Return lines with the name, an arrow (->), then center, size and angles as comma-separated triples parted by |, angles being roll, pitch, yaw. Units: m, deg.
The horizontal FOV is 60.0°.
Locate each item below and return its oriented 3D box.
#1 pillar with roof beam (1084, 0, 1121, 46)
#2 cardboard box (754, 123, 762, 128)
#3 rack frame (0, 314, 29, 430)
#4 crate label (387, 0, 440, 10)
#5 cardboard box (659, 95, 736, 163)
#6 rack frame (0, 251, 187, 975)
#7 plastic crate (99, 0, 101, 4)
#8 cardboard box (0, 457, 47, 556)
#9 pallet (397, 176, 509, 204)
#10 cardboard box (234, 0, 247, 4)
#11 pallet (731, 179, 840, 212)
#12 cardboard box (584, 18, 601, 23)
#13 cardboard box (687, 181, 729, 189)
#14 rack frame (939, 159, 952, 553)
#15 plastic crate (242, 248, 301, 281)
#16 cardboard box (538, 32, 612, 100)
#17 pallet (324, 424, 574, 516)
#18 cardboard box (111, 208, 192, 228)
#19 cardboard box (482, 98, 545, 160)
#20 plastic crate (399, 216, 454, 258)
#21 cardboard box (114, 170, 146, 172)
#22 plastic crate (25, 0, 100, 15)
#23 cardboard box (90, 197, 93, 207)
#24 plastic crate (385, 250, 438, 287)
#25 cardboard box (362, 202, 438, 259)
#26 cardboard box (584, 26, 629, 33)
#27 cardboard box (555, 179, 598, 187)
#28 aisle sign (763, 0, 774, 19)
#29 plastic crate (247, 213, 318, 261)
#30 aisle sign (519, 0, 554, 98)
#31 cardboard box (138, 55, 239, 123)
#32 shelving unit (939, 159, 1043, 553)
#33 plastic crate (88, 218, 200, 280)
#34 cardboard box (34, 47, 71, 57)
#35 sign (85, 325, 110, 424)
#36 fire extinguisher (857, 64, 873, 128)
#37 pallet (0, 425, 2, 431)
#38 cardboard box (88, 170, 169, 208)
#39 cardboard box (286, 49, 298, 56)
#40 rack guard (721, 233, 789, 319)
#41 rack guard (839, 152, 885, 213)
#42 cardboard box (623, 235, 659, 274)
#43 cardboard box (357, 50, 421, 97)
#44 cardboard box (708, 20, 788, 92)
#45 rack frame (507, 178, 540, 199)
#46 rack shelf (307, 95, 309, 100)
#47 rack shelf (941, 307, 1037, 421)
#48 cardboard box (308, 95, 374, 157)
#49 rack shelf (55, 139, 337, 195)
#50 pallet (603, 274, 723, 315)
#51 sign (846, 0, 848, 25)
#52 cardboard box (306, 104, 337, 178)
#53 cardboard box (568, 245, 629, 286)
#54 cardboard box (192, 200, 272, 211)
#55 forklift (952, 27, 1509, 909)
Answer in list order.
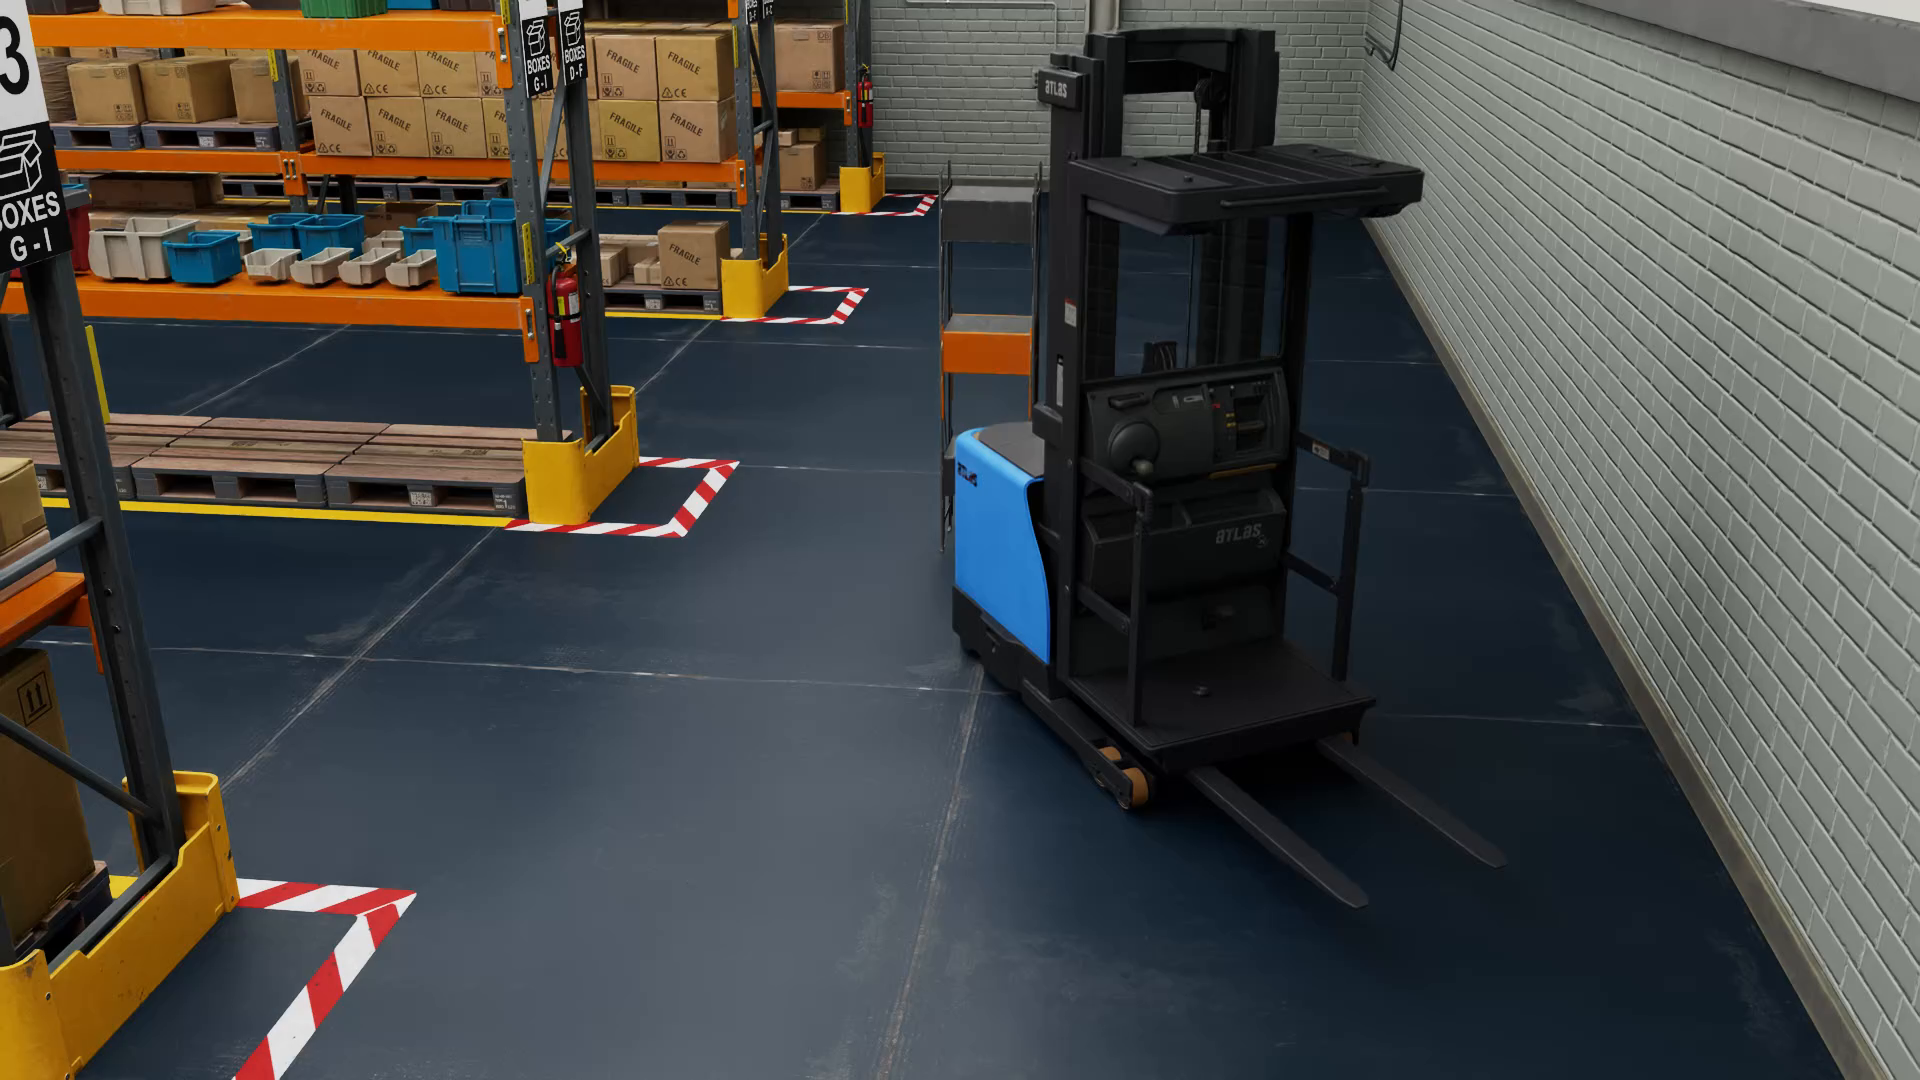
pillar with roof beam -> 1.130, -6.728, 14.218 | 0.400, 9.000, 9.100 | 2, 22, 6
cardboard box -> -2.458, -4.739, 19.294 | 0.250, 0.149, 0.380 | 3, 22, 7
rack frame -> -6.285, -1.867, 10.082 | 0.127, 3.000, 1.000 | 2, 22, 6
crate label -> -3.191, -3.177, 9.520 | 0.502, 0.251, 0.408 | 2, 22, 6
cardboard box -> -2.203, -3.469, 13.998 | 0.500, 0.500, 0.500 | 3, 22, 8
rack frame -> -2.896, 0.115, 5.070 | 0.127, 3.000, 1.000 | 2, 22, 6
plastic crate -> -4.977, -3.223, 9.791 | 0.466, 0.136, 0.293 | 2, 22, 6
cardboard box -> -3.341, -0.073, 5.345 | 0.500, 0.250, 0.500 | 2, 22, 5
pallet -> -5.894, -4.193, 19.759 | 1.213, 0.211, 1.003 | 2, 22, 6
cardboard box -> -8.137, -6.063, 19.108 | 0.500, 0.250, 0.500 | 2, 22, 6
pallet -> -1.950, -4.020, 19.321 | 1.213, 0.211, 1.003 | 2, 22, 6
cardboard box -> -4.582, -5.594, 19.102 | 0.700, 0.700, 0.980 | 3, 22, 7
cardboard box -> -2.850, -4.381, 19.269 | 0.500, 0.500, 0.700 | 2, 22, 5
rack frame -> -0.078, -0.980, 9.062 | 0.015, 2.100, 0.400 | 2, 22, 6
plastic crate -> -4.006, -1.595, 9.672 | 0.250, 0.136, 0.298 | 2, 22, 6
cardboard box -> -3.218, -3.975, 13.918 | 0.500, 0.500, 0.500 | 3, 22, 8
pallet -> -3.127, -0.447, 10.283 | 1.213, 0.211, 1.003 | 2, 22, 6
cardboard box -> -7.210, -2.680, 14.941 | 0.500, 0.500, 0.500 | 3, 22, 7
cardboard box -> -3.714, -3.535, 14.166 | 0.500, 0.500, 0.500 | 2, 22, 6
plastic crate -> -3.173, -1.803, 10.067 | 0.300, 0.233, 0.416 | 2, 22, 6
cardboard box -> -9.812, -4.711, 20.078 | 0.500, 0.500, 0.700 | 3, 22, 7
plastic crate -> -5.084, -3.047, 9.165 | 0.590, 0.269, 0.497 | 2, 22, 6
cardboard box -> -8.200, -2.913, 15.530 | 0.500, 0.500, 0.500 | 2, 22, 4
plastic crate -> -3.144, -1.568, 9.604 | 0.243, 0.136, 0.396 | 2, 22, 6
cardboard box -> -5.099, -2.796, 15.234 | 0.500, 0.500, 0.500 | 2, 22, 6
cardboard box -> -3.152, -4.172, 14.418 | 0.500, 0.500, 0.500 | 3, 22, 7
cardboard box -> -4.389, -4.447, 19.437 | 0.500, 0.500, 0.700 | 3, 22, 7
aisle sign -> -1.624, -4.815, 14.004 | 0.004, 0.787, 0.394 | 2, 22, 6
plastic crate -> -4.125, -1.845, 10.172 | 0.300, 0.233, 0.416 | 2, 22, 6
aisle sign -> -2.276, -2.793, 8.888 | 0.004, 0.787, 0.394 | 2, 22, 6
cardboard box -> -6.833, -4.026, 14.836 | 0.500, 0.500, 0.700 | 6, 22, 15
shelving unit -> 0.164, -0.969, 9.036 | 0.503, 2.100, 0.431 | 2, 22, 6
plastic crate -> -4.790, -1.706, 9.756 | 0.530, 0.282, 0.437 | 2, 22, 6
cardboard box -> -10.799, -5.971, 19.728 | 0.500, 0.500, 0.700 | 2, 22, 6
sign -> -2.824, -0.527, 5.408 | 0.005, 0.325, 0.100 | 2, 22, 6
fire extinguisher -> -1.051, -4.927, 18.434 | 0.183, 0.674, 0.296 | 2, 22, 6
pallet -> -7.046, -0.619, 10.718 | 1.213, 0.211, 1.003 | 2, 22, 6
cardboard box -> -7.641, -3.241, 15.339 | 0.500, 0.250, 0.500 | 2, 22, 5
cardboard box -> -7.627, -5.689, 19.182 | 0.500, 0.500, 0.500 | 2, 22, 6
rack guard -> -1.802, -2.343, 14.686 | 0.348, 0.500, 1.175 | 2, 22, 6
rack guard -> -1.123, -4.147, 19.250 | 0.348, 0.500, 1.175 | 2, 22, 6
cardboard box -> -2.729, -2.577, 15.019 | 0.500, 0.250, 0.500 | 2, 22, 6
cardboard box -> -4.751, -4.041, 14.086 | 0.500, 0.500, 0.500 | 2, 22, 5
cardboard box -> -2.378, -5.496, 18.854 | 0.700, 0.700, 0.980 | 2, 22, 6
rack frame -> -5.119, -5.484, 19.231 | 0.127, 3.000, 1.000 | 2, 22, 6
rack shelf -> -7.105, -5.236, 19.582 | 4.000, 0.370, 1.077 | 2, 22, 6
rack shelf -> 0.164, -0.957, 9.041 | 0.480, 0.518, 0.431 | 2, 22, 6
cardboard box -> -5.224, -3.600, 14.330 | 0.500, 0.500, 0.500 | 3, 22, 8
rack shelf -> -7.684, -3.427, 15.007 | 4.000, 0.370, 1.077 | 2, 22, 6
pallet -> -2.593, -2.243, 14.826 | 1.213, 0.211, 1.003 | 2, 22, 6
sign -> -1.225, -5.762, 18.037 | 0.005, 0.325, 0.100 | 2, 22, 6
cardboard box -> -7.507, -4.733, 19.684 | 0.750, 0.750, 0.750 | 2, 22, 6
cardboard box -> -3.235, -2.414, 14.607 | 0.500, 0.250, 0.500 | 2, 22, 6
cardboard box -> -6.681, -2.846, 15.361 | 0.500, 0.500, 0.500 | 3, 22, 7
forklift -> 1.029, -0.460, 6.616 | 1.130, 2.935, 3.031 | -9, 23, -23
